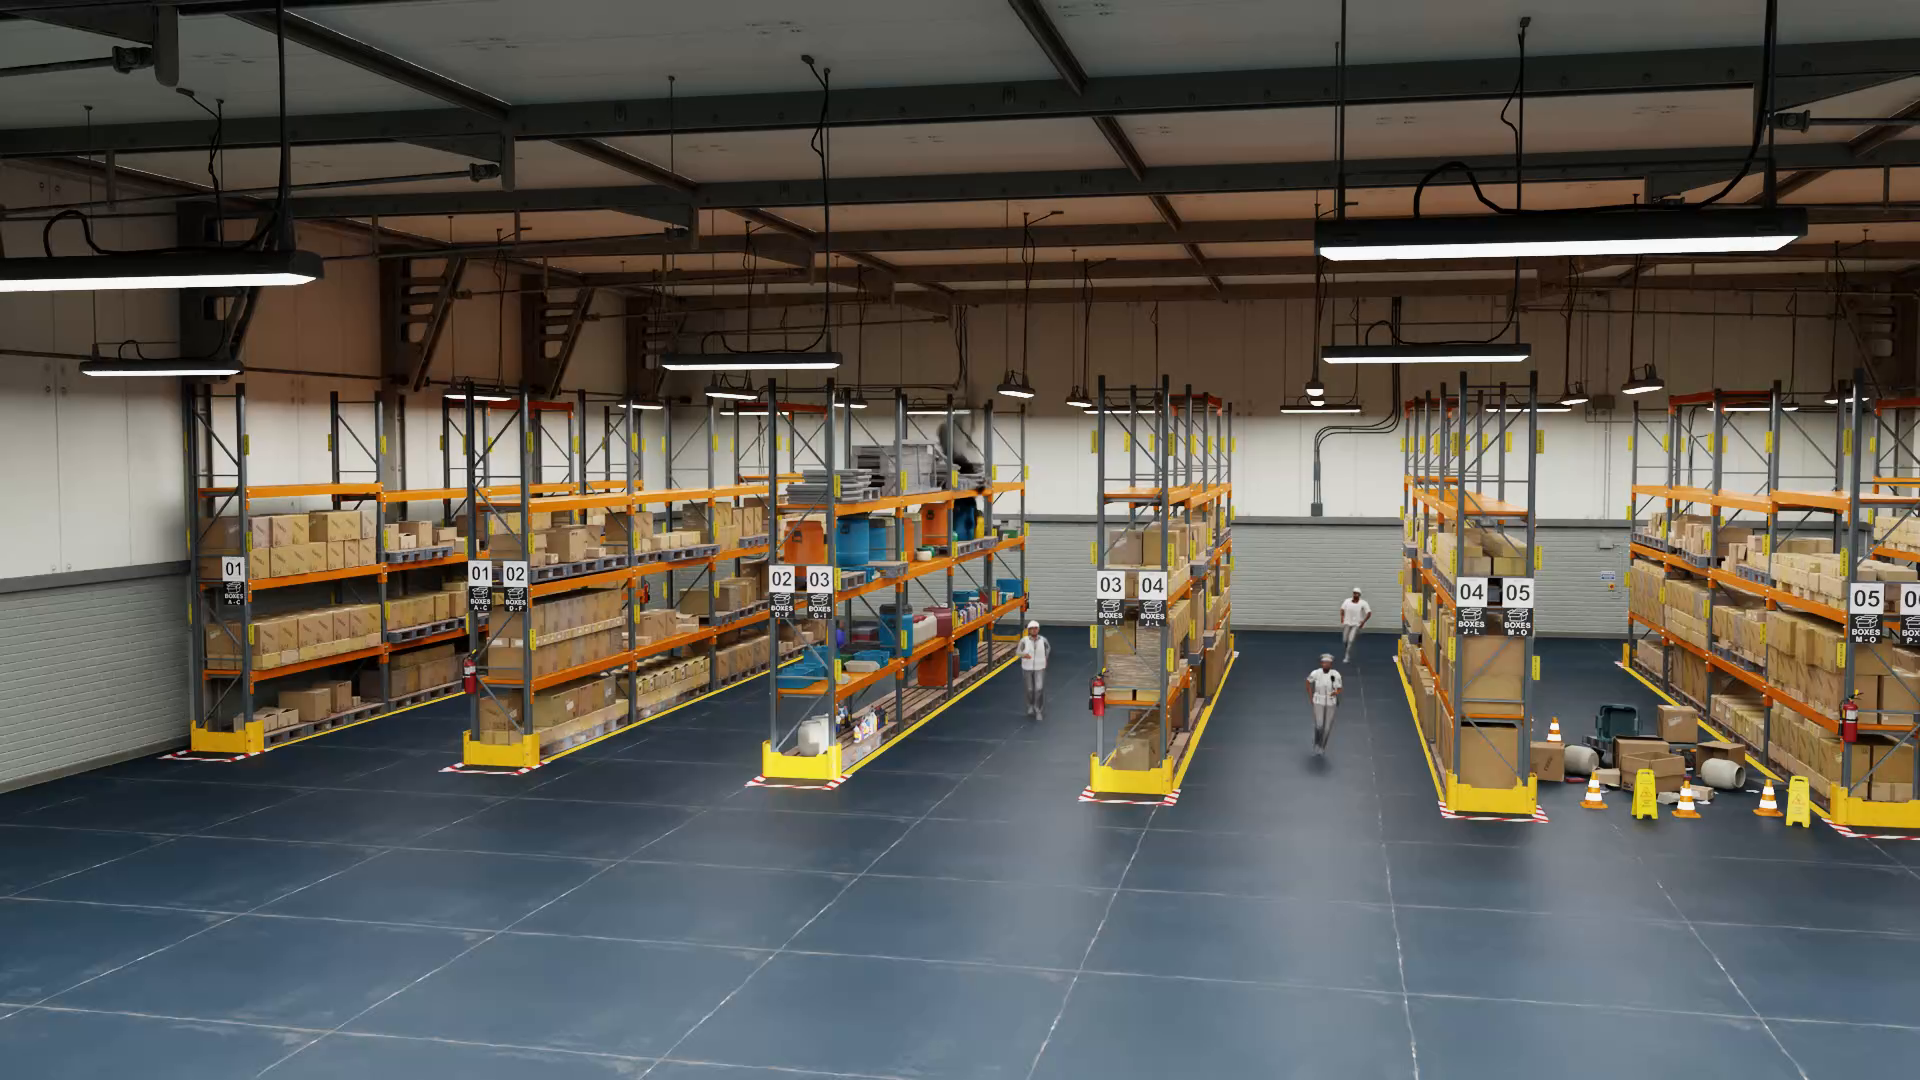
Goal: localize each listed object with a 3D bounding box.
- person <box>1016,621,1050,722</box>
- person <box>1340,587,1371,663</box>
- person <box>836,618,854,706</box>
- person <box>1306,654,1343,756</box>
[{"bbox_3d":[1.335,2.378,30.448,0.640,1.819,0.791,0,3,2],"label":"person"},{"bbox_3d":[9.110,1.957,38.375,0.728,1.747,0.673,2,4,31],"label":"person"},{"bbox_3d":[-2.224,2.394,32.250,0.599,1.602,0.847,1,3,14],"label":"person"},{"bbox_3d":[5.847,2.636,26.648,0.568,1.660,0.681,0,3,5],"label":"person"}]
